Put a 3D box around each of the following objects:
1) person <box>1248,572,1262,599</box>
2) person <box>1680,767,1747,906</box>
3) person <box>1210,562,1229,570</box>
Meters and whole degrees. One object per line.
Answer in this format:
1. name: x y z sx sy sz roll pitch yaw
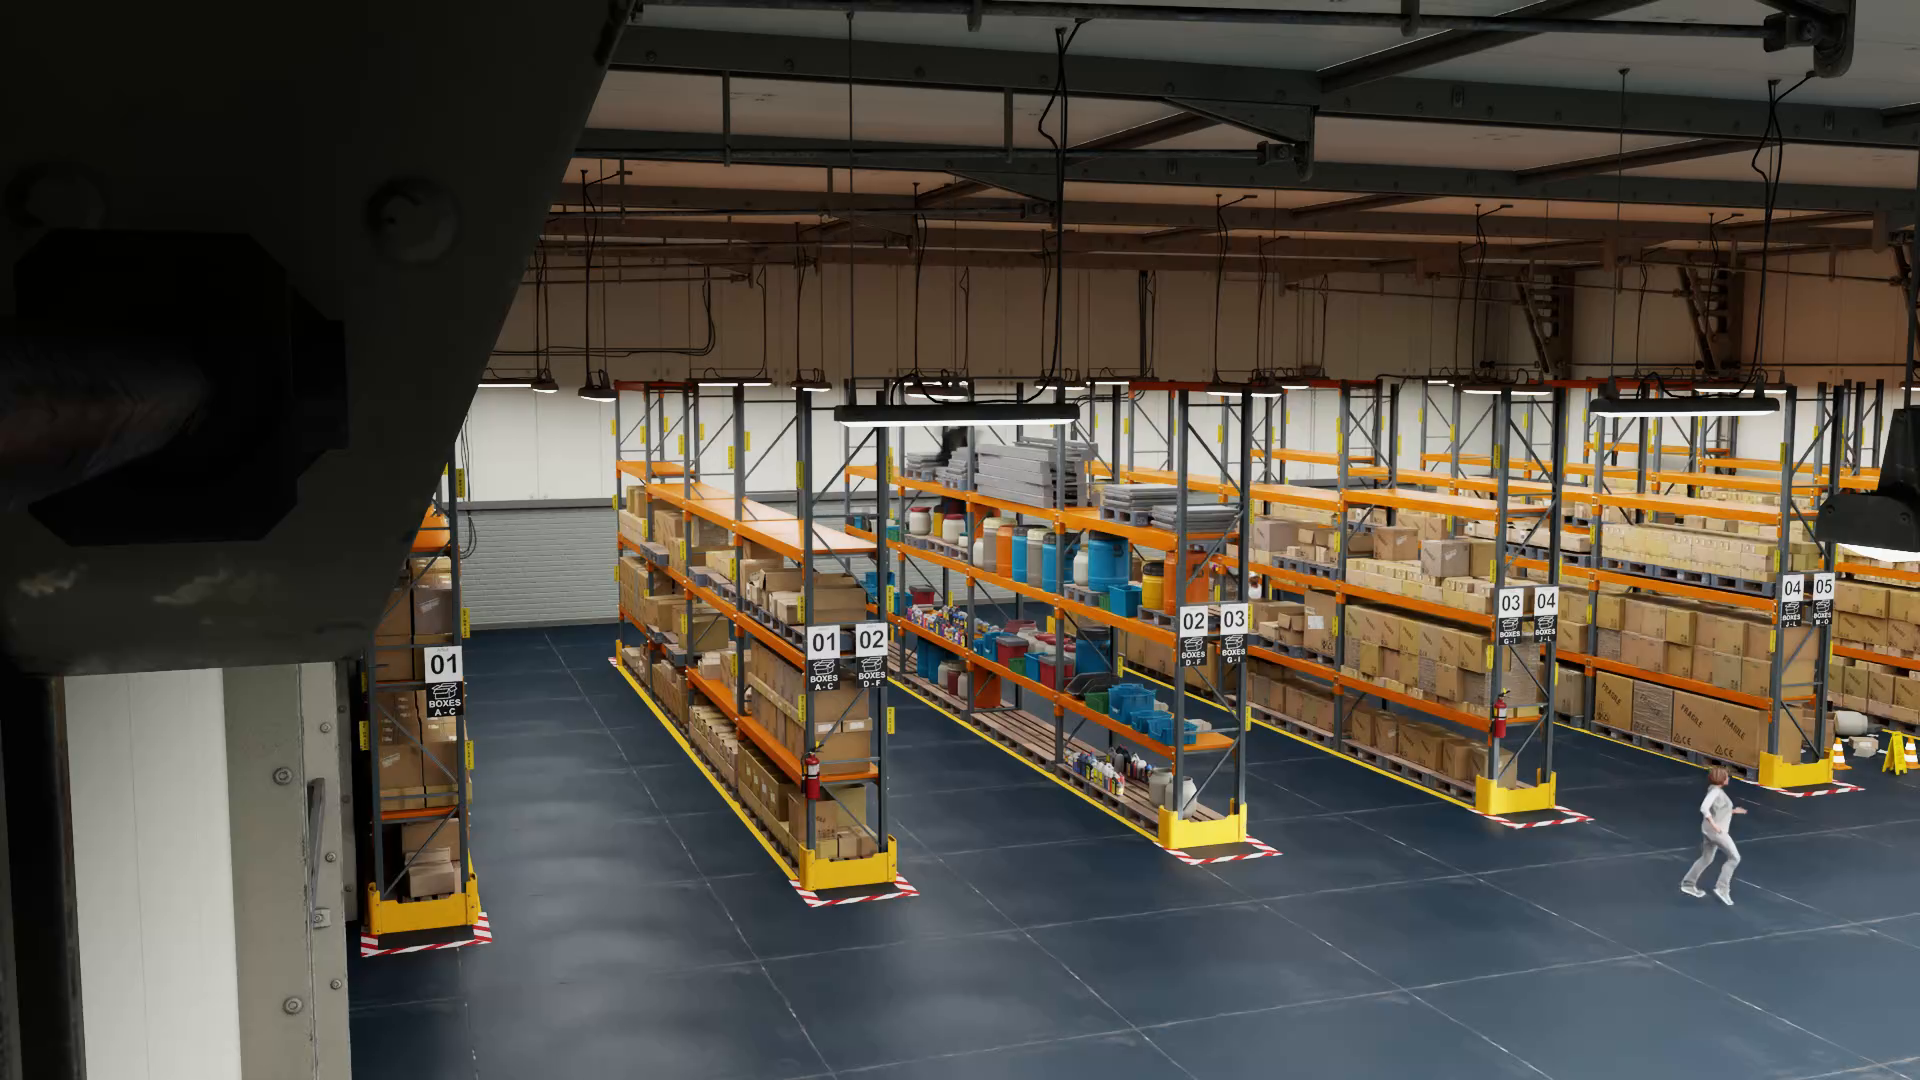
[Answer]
1. person: 6.519 1.563 37.031 0.734 1.721 0.536 -2 6 -16
2. person: 8.885 3.477 19.558 0.700 1.636 0.516 1 6 10
3. person: 6.245 1.148 40.924 0.594 1.757 0.766 -5 8 -42
